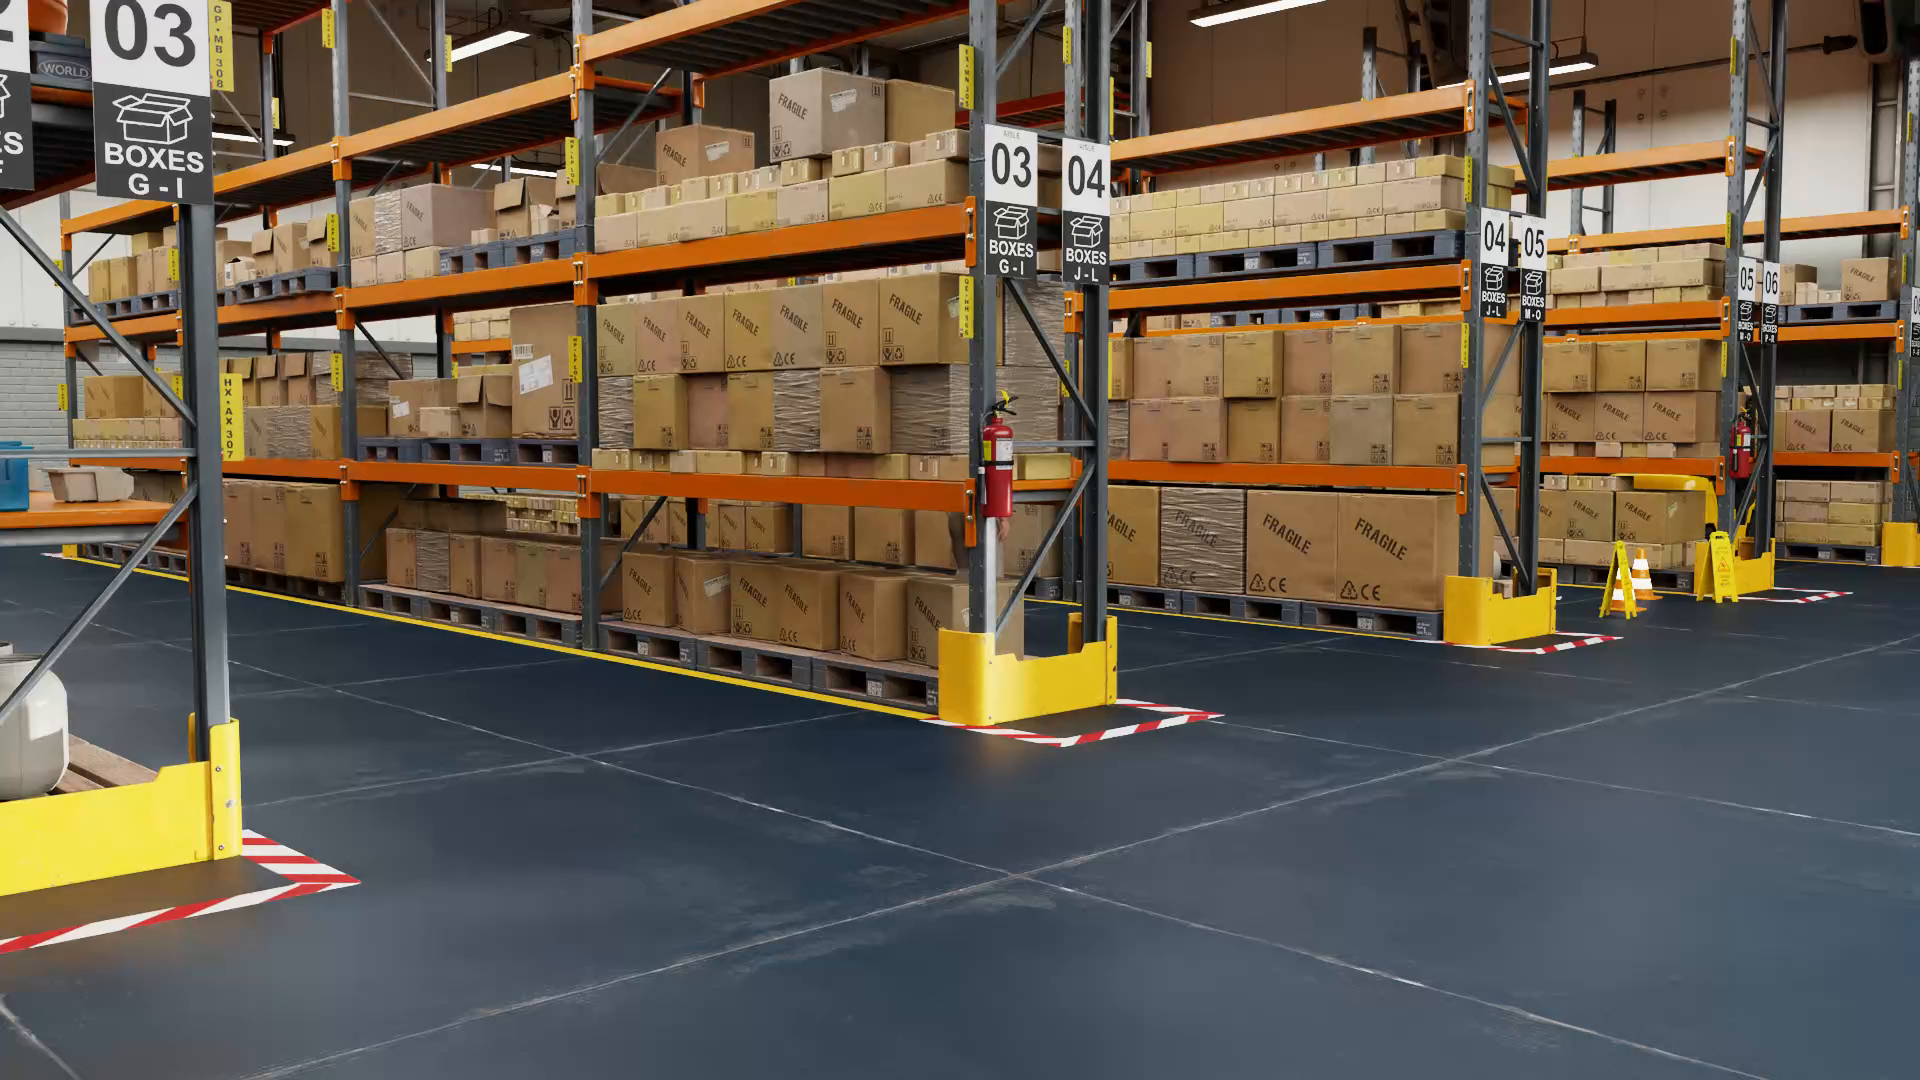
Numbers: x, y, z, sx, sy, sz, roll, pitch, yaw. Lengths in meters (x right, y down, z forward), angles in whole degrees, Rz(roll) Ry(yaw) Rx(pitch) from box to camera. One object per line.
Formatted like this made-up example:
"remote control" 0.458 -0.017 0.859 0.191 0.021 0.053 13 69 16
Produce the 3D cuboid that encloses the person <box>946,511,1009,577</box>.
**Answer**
"person" 0.118 -0.174 12.920 0.593 1.657 0.372 4 5 43
